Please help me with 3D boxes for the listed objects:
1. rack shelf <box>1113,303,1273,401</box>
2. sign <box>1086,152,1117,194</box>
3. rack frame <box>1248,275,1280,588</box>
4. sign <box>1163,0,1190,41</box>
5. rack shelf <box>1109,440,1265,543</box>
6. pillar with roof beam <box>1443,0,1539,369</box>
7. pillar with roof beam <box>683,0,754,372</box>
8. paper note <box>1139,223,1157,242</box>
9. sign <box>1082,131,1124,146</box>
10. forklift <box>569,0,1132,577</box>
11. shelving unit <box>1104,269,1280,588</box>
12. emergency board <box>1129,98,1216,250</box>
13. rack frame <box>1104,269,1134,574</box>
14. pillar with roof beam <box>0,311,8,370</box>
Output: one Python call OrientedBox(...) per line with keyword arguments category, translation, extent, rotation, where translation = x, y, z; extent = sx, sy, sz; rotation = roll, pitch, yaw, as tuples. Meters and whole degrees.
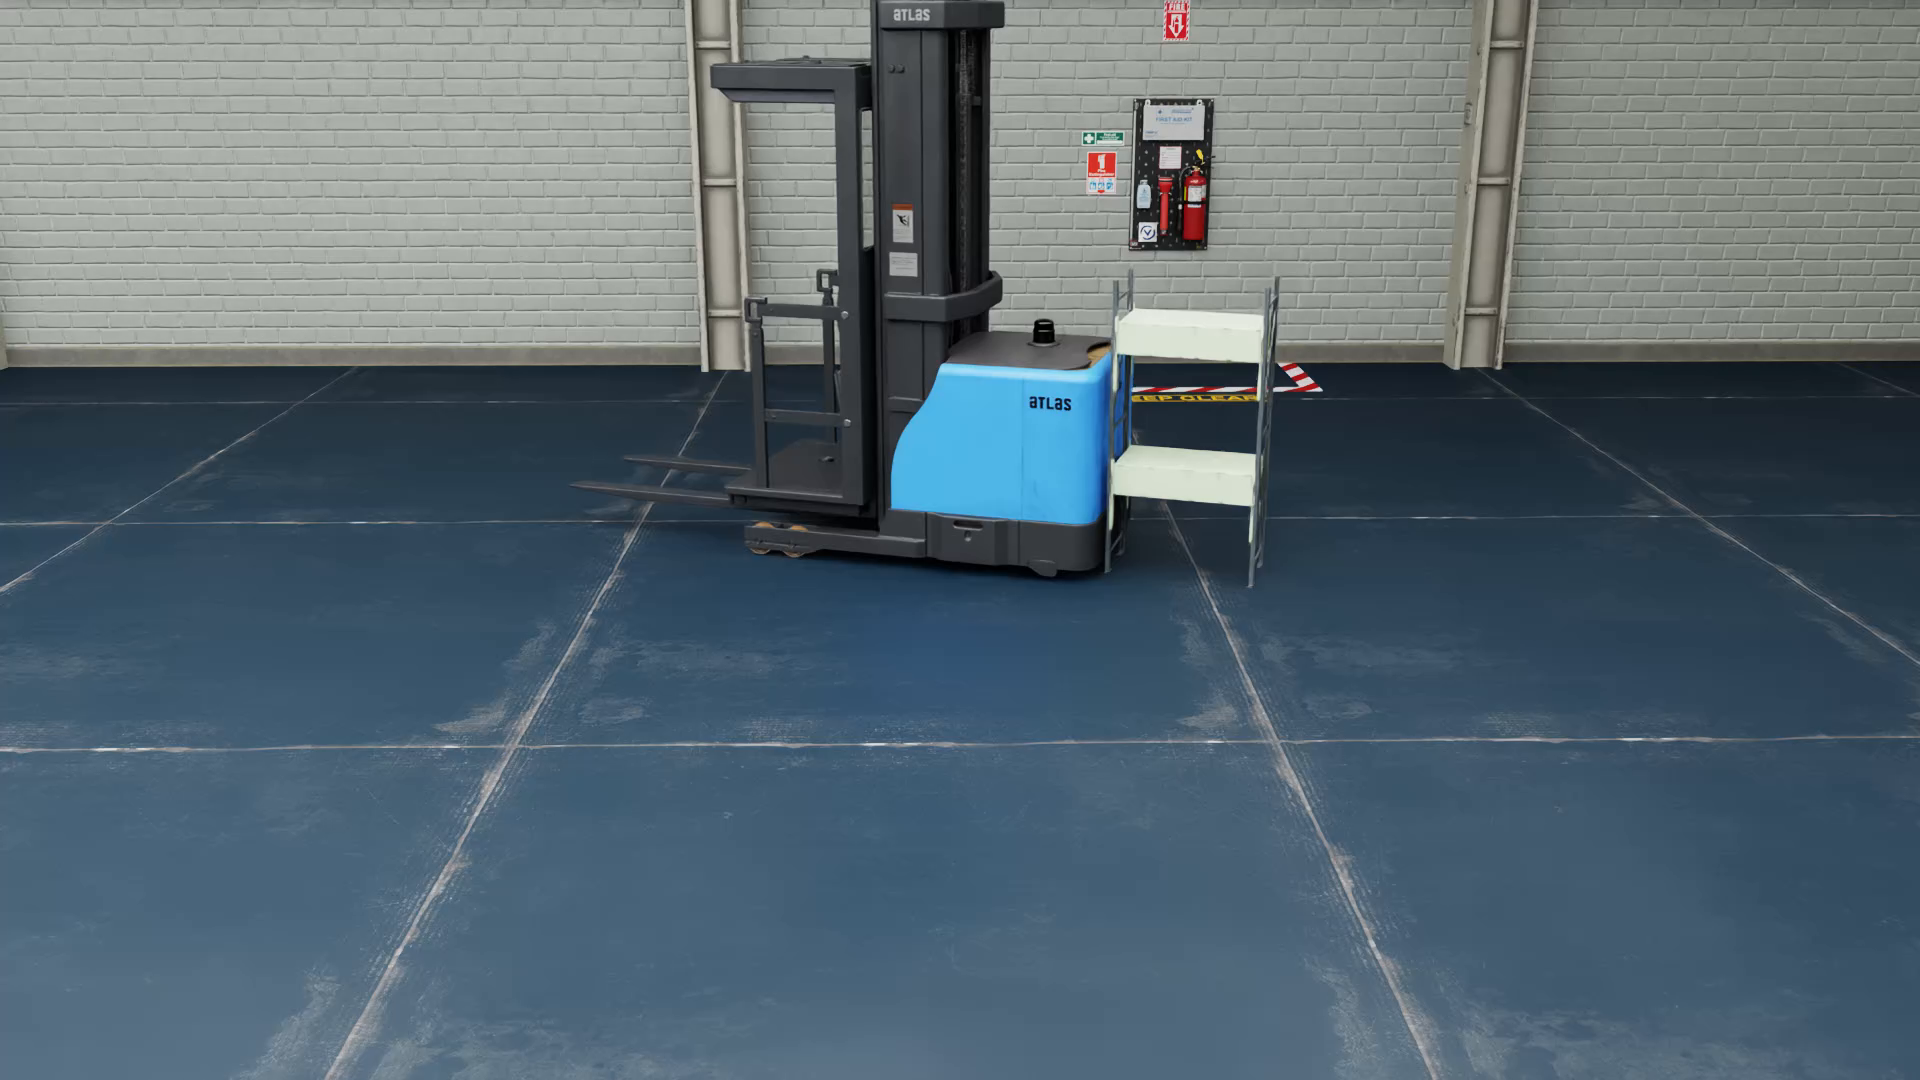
OrientedBox(category="rack shelf", translation=(1.160, -0.937, 8.234), extent=(0.720, 0.370, 0.431), rotation=(5, 19, 16))
OrientedBox(category="sign", translation=(1.114, -2.887, 13.079), extent=(0.234, 0.329, 0.001), rotation=(0, 18, -1))
OrientedBox(category="rack frame", translation=(1.509, -0.532, 8.252), extent=(0.023, 1.500, 0.400), rotation=(5, 19, 16))
OrientedBox(category="sign", translation=(1.658, -3.976, 12.735), extent=(0.199, 0.298, 0.001), rotation=(0, 18, -1))
OrientedBox(category="rack shelf", translation=(1.159, -0.255, 8.453), extent=(0.720, 0.370, 0.431), rotation=(5, 19, 16))
OrientedBox(category="pillar with roof beam", translation=(4.208, -4.383, 7.980), extent=(0.400, 9.000, 9.100), rotation=(0, 18, -1))
OrientedBox(category="pillar with roof beam", translation=(-1.792, -4.355, 7.890), extent=(0.400, 9.000, 9.100), rotation=(0, 18, -1))
OrientedBox(category="paper note", translation=(1.490, -2.442, 13.192), extent=(0.142, 0.148, 0.016), rotation=(0, 18, -1))
OrientedBox(category="sign", translation=(1.118, -3.137, 12.990), extent=(0.331, 0.109, 0.001), rotation=(0, 18, -1))
OrientedBox(category="forklift", translation=(-0.636, -1.451, 8.771), extent=(3.031, 2.935, 1.130), rotation=(5, 19, 16))
OrientedBox(category="shelving unit", translation=(1.159, -0.566, 8.354), extent=(0.755, 1.500, 0.431), rotation=(5, 19, 16))
OrientedBox(category="emergency board", translation=(1.668, -2.841, 12.994), extent=(0.643, 1.169, 0.194), rotation=(0, 18, -1))
OrientedBox(category="rack frame", translation=(0.809, -0.599, 8.456), extent=(0.023, 1.500, 0.400), rotation=(5, 19, 16))
OrientedBox(category="pillar with roof beam", translation=(-7.791, -4.326, 7.800), extent=(0.400, 9.000, 9.100), rotation=(0, 18, -1))
